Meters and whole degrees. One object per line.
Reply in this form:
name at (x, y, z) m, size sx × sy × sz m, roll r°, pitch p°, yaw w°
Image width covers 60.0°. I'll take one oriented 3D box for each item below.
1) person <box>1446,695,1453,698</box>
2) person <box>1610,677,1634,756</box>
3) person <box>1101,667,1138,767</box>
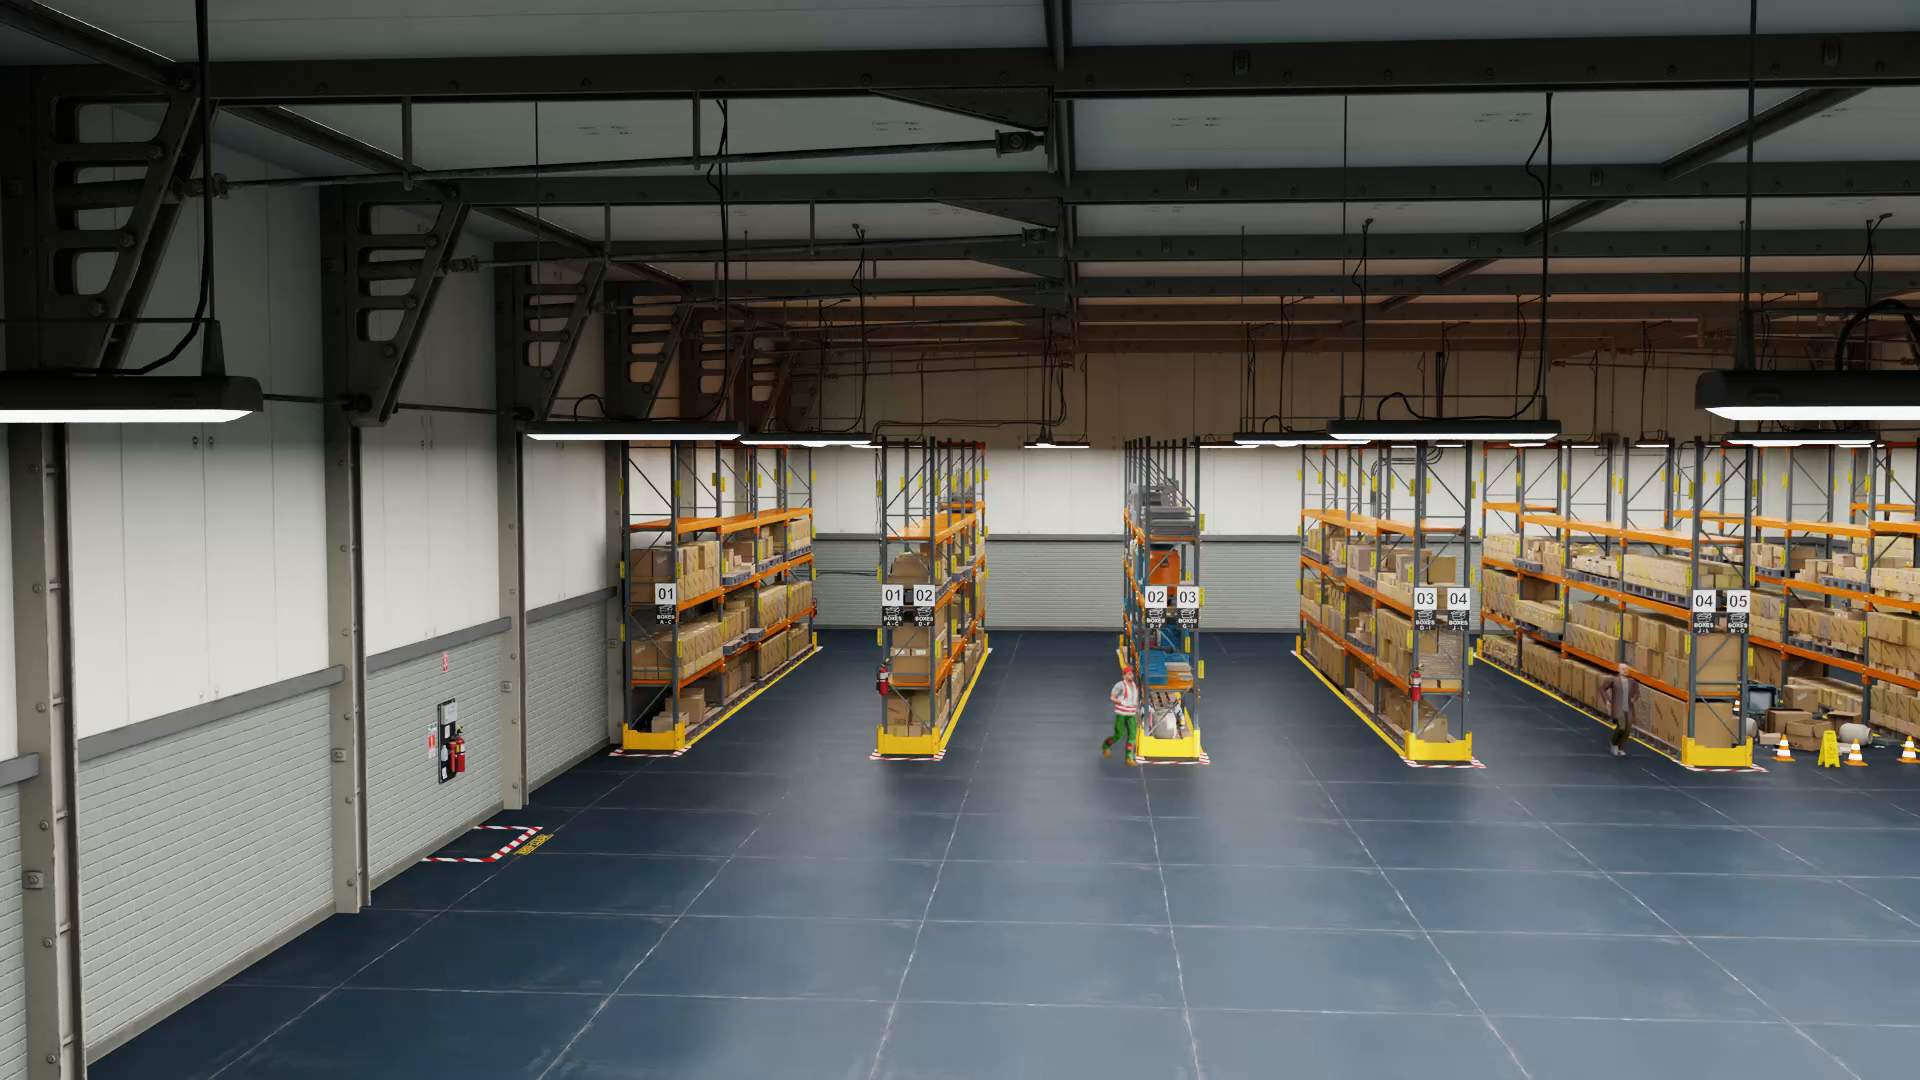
person at (11.412, 2.812, 38.536) m, size 0.367 × 1.672 × 0.452 m, roll 0°, pitch 3°, yaw -7°
person at (12.407, 3.310, 31.085) m, size 0.615 × 1.477 × 0.575 m, roll 0°, pitch 3°, yaw -1°
person at (3.017, 3.204, 30.466) m, size 0.666 × 1.789 × 0.896 m, roll -2°, pitch 4°, yaw -33°
